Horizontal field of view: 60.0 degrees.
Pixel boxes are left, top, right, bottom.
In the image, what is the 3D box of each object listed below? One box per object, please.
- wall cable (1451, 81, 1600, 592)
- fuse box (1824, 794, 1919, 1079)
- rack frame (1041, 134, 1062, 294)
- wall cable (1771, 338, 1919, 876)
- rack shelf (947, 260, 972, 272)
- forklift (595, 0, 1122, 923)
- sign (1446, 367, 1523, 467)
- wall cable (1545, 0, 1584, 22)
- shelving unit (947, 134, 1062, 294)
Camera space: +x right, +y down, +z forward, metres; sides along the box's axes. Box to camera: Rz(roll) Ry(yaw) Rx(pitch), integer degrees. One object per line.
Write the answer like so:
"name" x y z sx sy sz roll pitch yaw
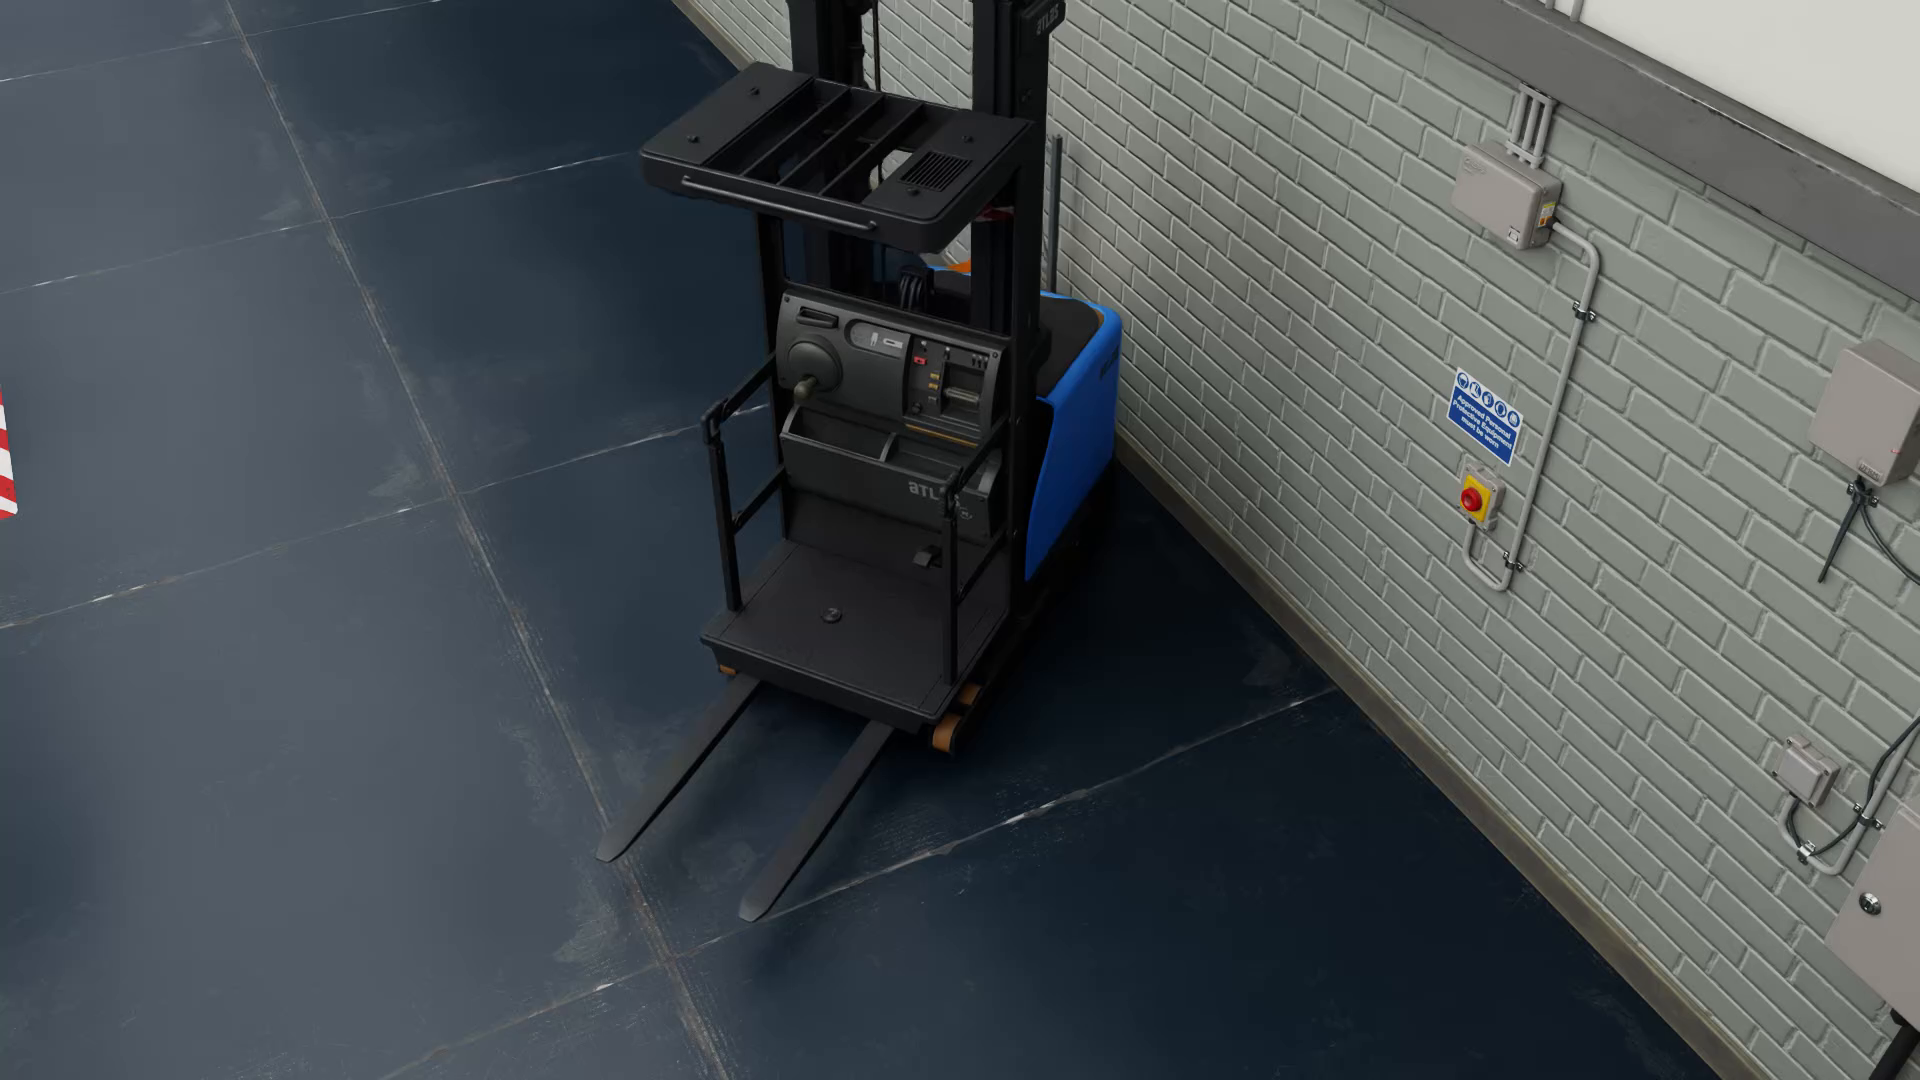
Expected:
"wall cable" 1.766 -0.674 5.403 0.123 1.953 0.585 -19 44 -21
"fuse box" 2.607 1.464 4.685 0.414 1.711 0.539 -19 44 -21
"rack frame" 0.344 -1.406 8.239 0.032 1.500 0.500 -18 43 -20
"wall cable" 2.431 0.147 4.457 0.122 1.984 0.588 -19 44 -21
"rack shelf" -0.112 -1.122 8.182 1.000 0.185 0.538 -18 43 -20
"forklift" -0.369 -0.584 6.161 1.130 2.935 3.031 17 43 19
"sign" 1.798 -0.424 5.709 0.001 0.218 0.327 -19 44 -21
"wall cable" 1.691 -2.727 3.996 0.029 3.000 0.463 -19 44 -21
"shelving unit" -0.103 -1.262 8.069 1.083 1.500 0.587 -18 43 -20
